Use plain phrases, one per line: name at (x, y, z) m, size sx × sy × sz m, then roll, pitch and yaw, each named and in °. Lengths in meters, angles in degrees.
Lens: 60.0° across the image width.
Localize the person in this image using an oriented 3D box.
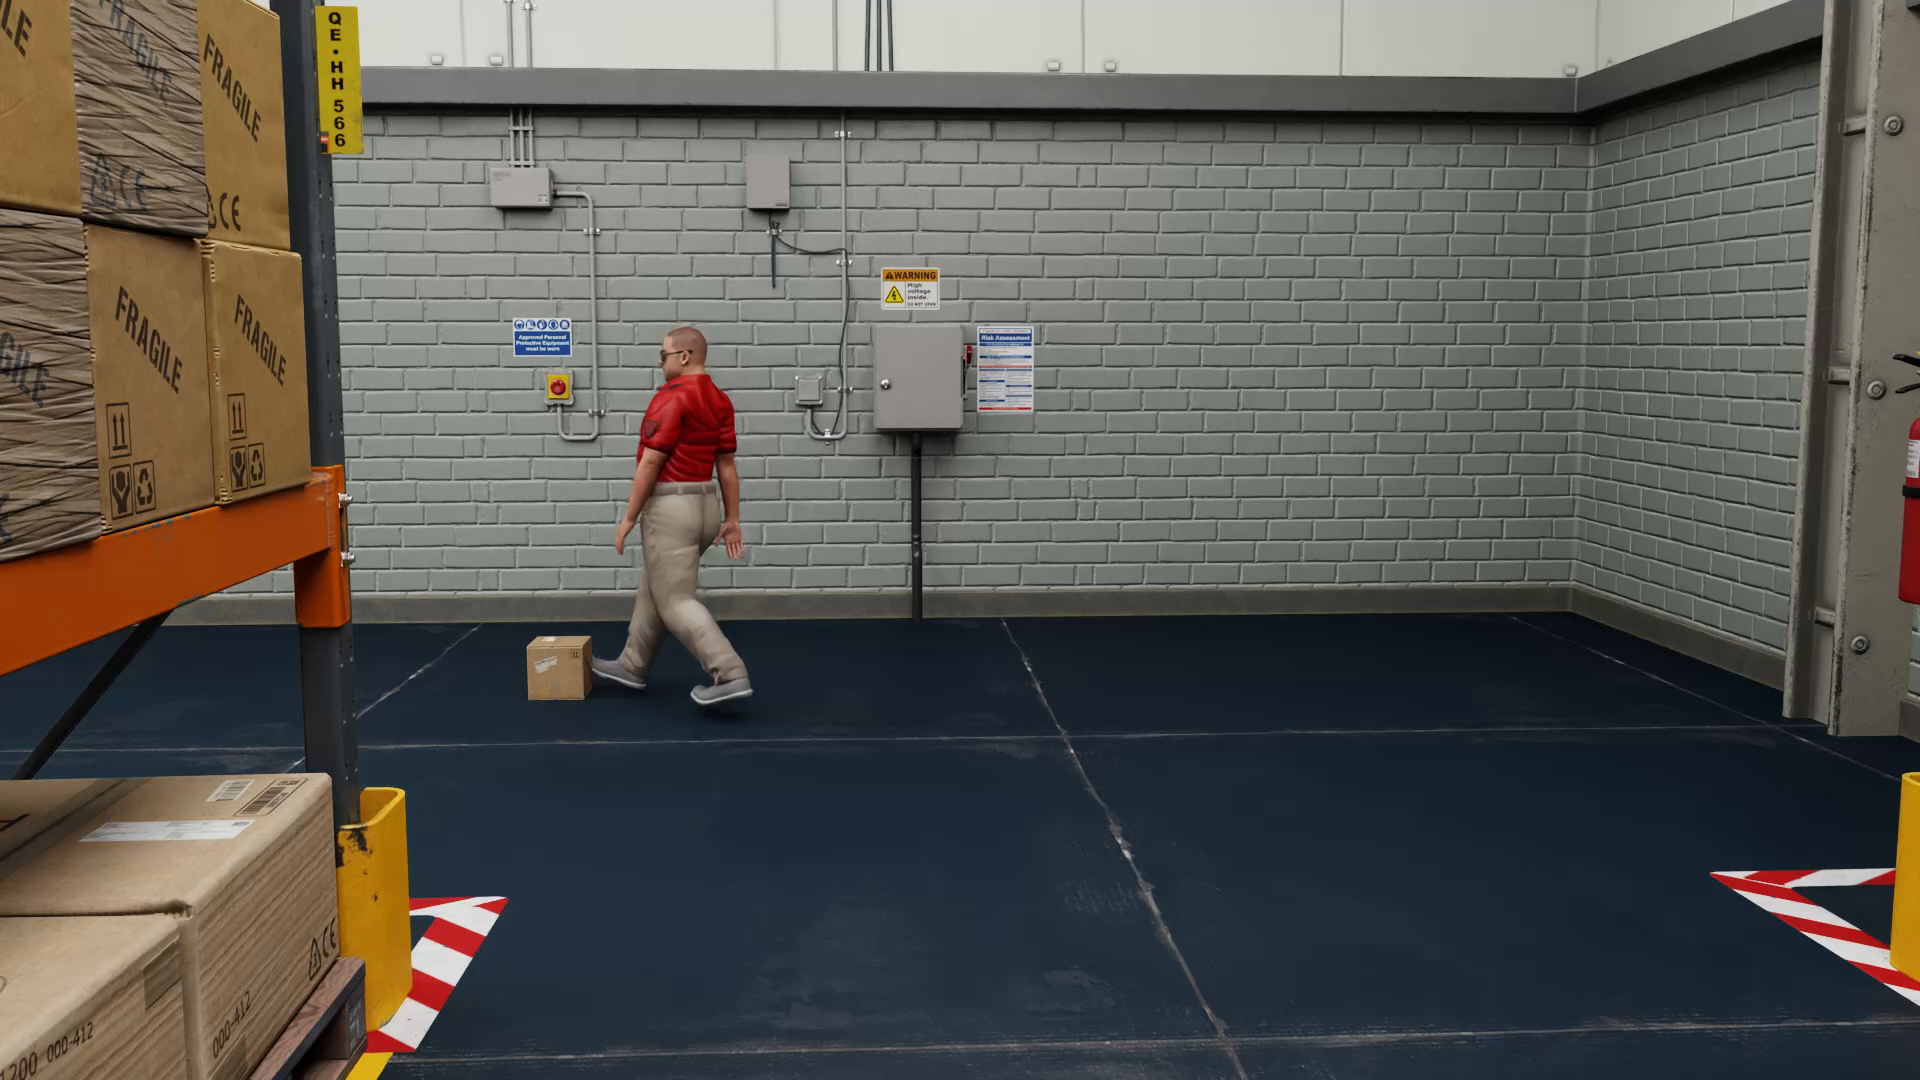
person at (-1.324, -0.108, 7.391) m, size 1.048 × 1.665 × 0.562 m, roll 3°, pitch 7°, yaw 23°
